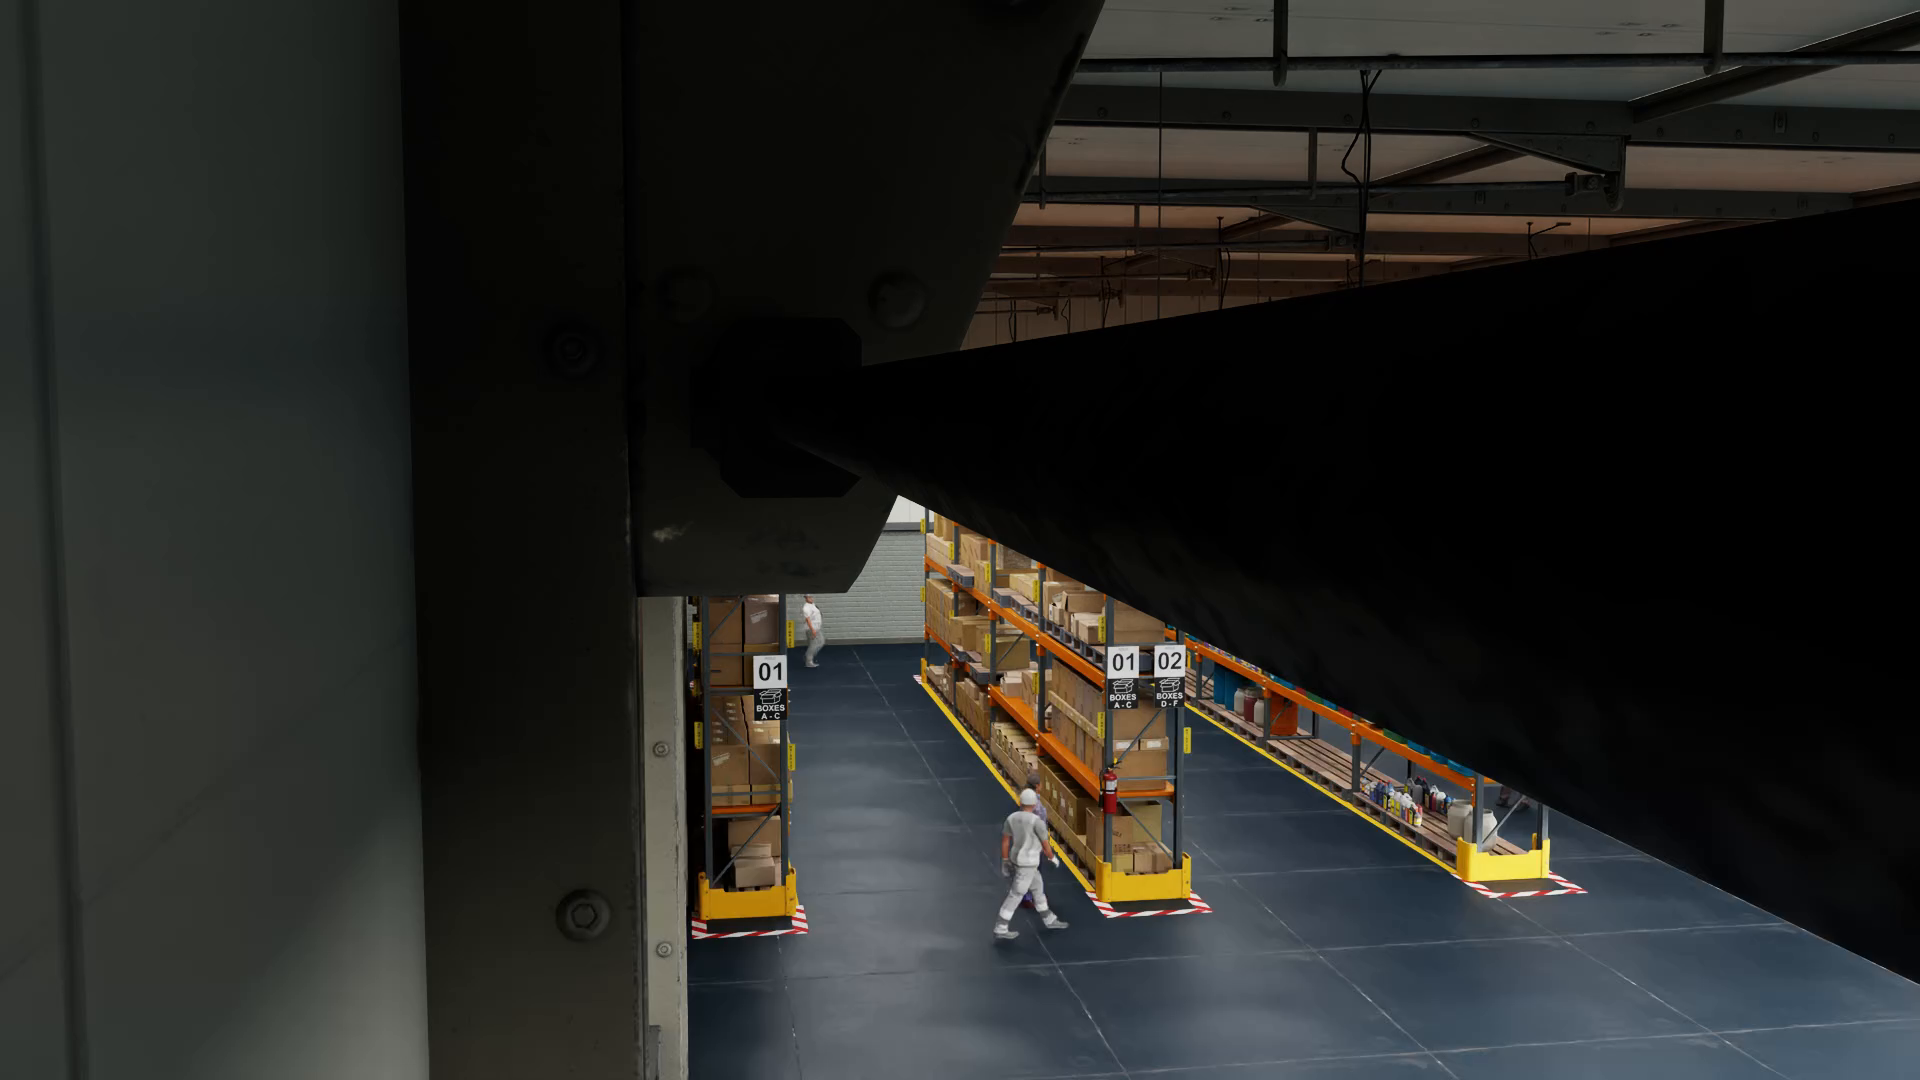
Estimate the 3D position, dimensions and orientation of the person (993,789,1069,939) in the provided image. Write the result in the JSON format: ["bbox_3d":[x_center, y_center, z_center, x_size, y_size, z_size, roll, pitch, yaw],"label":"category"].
[{"bbox_3d":[0.861,3.726,19.245,0.990,1.736,0.490,-2,5,-17],"label":"person"}]

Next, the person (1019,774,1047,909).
[{"bbox_3d":[0.895,3.708,20.548,0.425,1.664,0.513,-1,5,-11],"label":"person"}]

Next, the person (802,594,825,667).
[{"bbox_3d":[-3.392,2.069,38.397,0.513,1.783,0.618,0,5,1],"label":"person"}]

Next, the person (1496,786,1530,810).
[{"bbox_3d":[8.464,3.230,25.383,0.435,1.725,0.581,-4,6,-35],"label":"person"}]
